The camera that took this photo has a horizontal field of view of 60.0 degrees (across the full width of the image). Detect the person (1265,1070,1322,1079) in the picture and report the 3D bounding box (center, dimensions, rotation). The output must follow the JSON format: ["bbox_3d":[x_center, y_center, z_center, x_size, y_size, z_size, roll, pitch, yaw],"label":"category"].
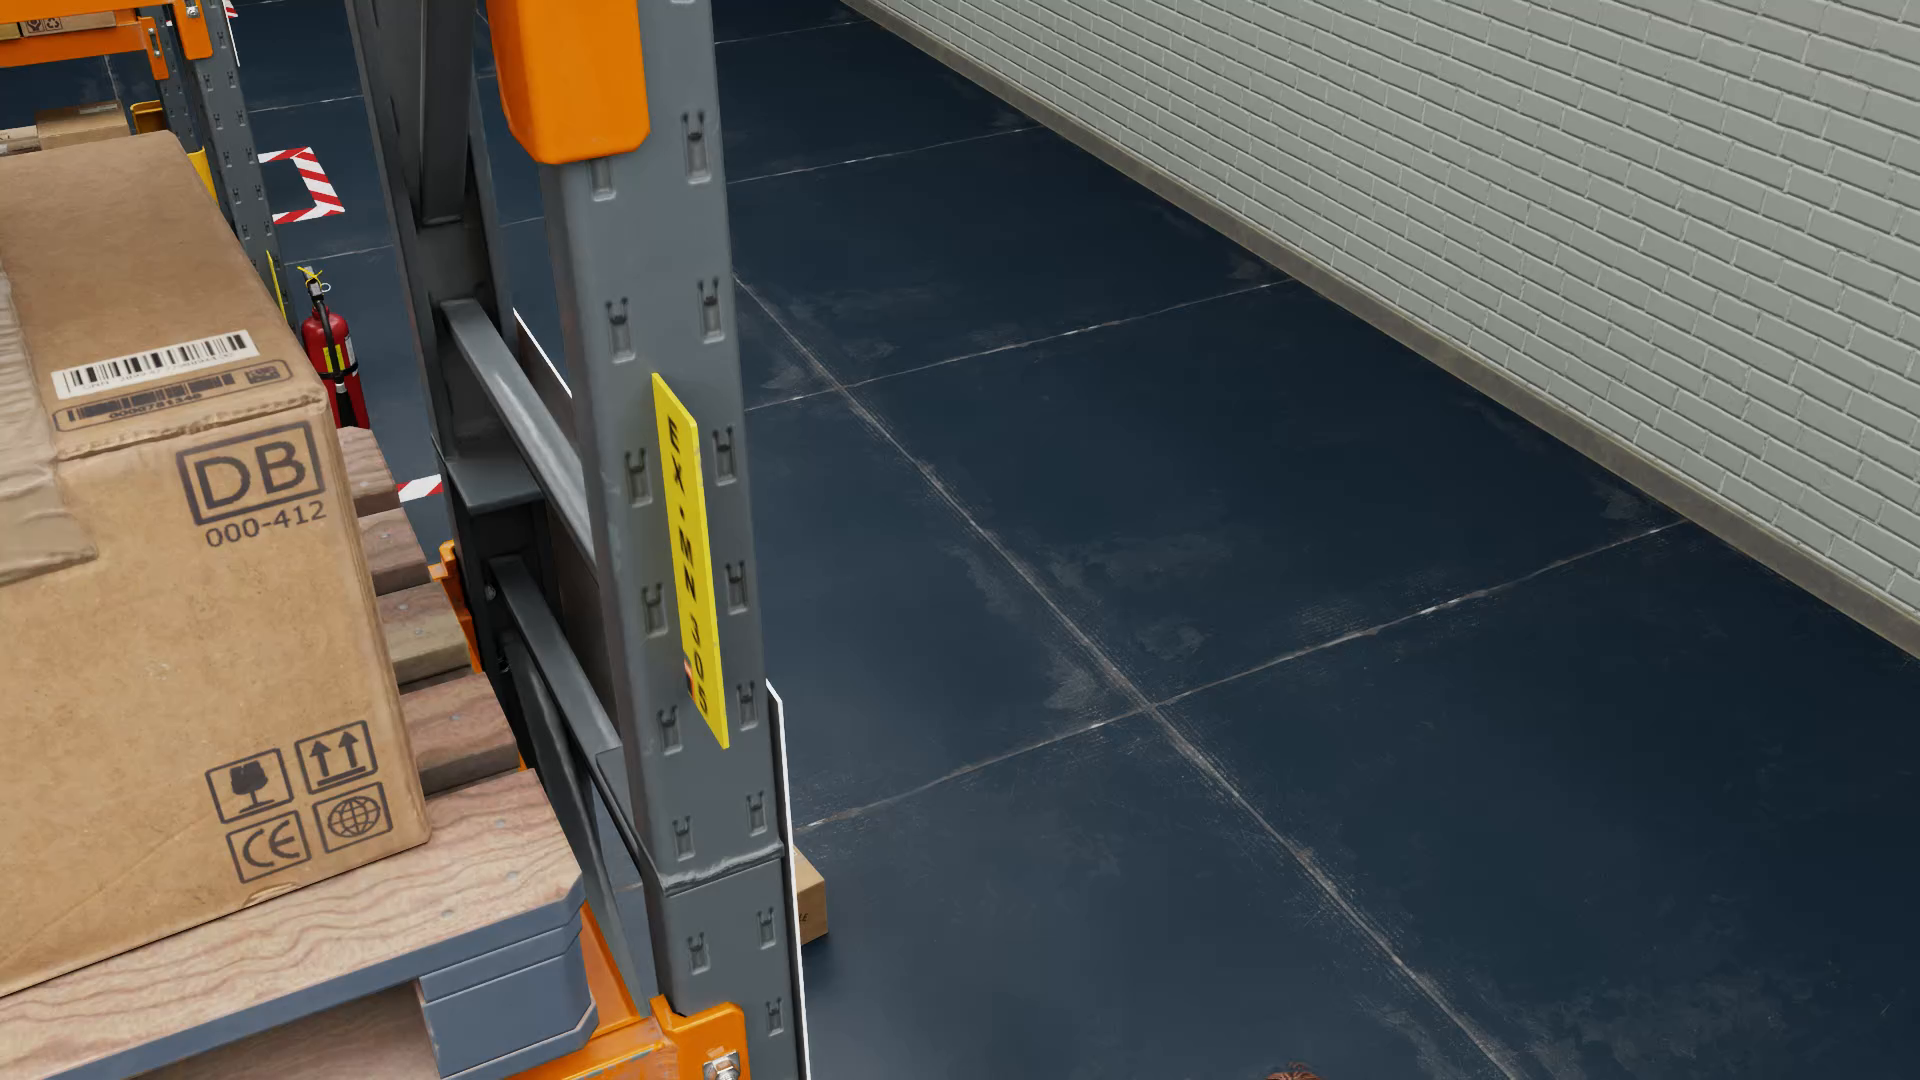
[{"bbox_3d":[0.668,1.668,3.594,0.428,1.568,0.679,-10,35,-15],"label":"person"}]
